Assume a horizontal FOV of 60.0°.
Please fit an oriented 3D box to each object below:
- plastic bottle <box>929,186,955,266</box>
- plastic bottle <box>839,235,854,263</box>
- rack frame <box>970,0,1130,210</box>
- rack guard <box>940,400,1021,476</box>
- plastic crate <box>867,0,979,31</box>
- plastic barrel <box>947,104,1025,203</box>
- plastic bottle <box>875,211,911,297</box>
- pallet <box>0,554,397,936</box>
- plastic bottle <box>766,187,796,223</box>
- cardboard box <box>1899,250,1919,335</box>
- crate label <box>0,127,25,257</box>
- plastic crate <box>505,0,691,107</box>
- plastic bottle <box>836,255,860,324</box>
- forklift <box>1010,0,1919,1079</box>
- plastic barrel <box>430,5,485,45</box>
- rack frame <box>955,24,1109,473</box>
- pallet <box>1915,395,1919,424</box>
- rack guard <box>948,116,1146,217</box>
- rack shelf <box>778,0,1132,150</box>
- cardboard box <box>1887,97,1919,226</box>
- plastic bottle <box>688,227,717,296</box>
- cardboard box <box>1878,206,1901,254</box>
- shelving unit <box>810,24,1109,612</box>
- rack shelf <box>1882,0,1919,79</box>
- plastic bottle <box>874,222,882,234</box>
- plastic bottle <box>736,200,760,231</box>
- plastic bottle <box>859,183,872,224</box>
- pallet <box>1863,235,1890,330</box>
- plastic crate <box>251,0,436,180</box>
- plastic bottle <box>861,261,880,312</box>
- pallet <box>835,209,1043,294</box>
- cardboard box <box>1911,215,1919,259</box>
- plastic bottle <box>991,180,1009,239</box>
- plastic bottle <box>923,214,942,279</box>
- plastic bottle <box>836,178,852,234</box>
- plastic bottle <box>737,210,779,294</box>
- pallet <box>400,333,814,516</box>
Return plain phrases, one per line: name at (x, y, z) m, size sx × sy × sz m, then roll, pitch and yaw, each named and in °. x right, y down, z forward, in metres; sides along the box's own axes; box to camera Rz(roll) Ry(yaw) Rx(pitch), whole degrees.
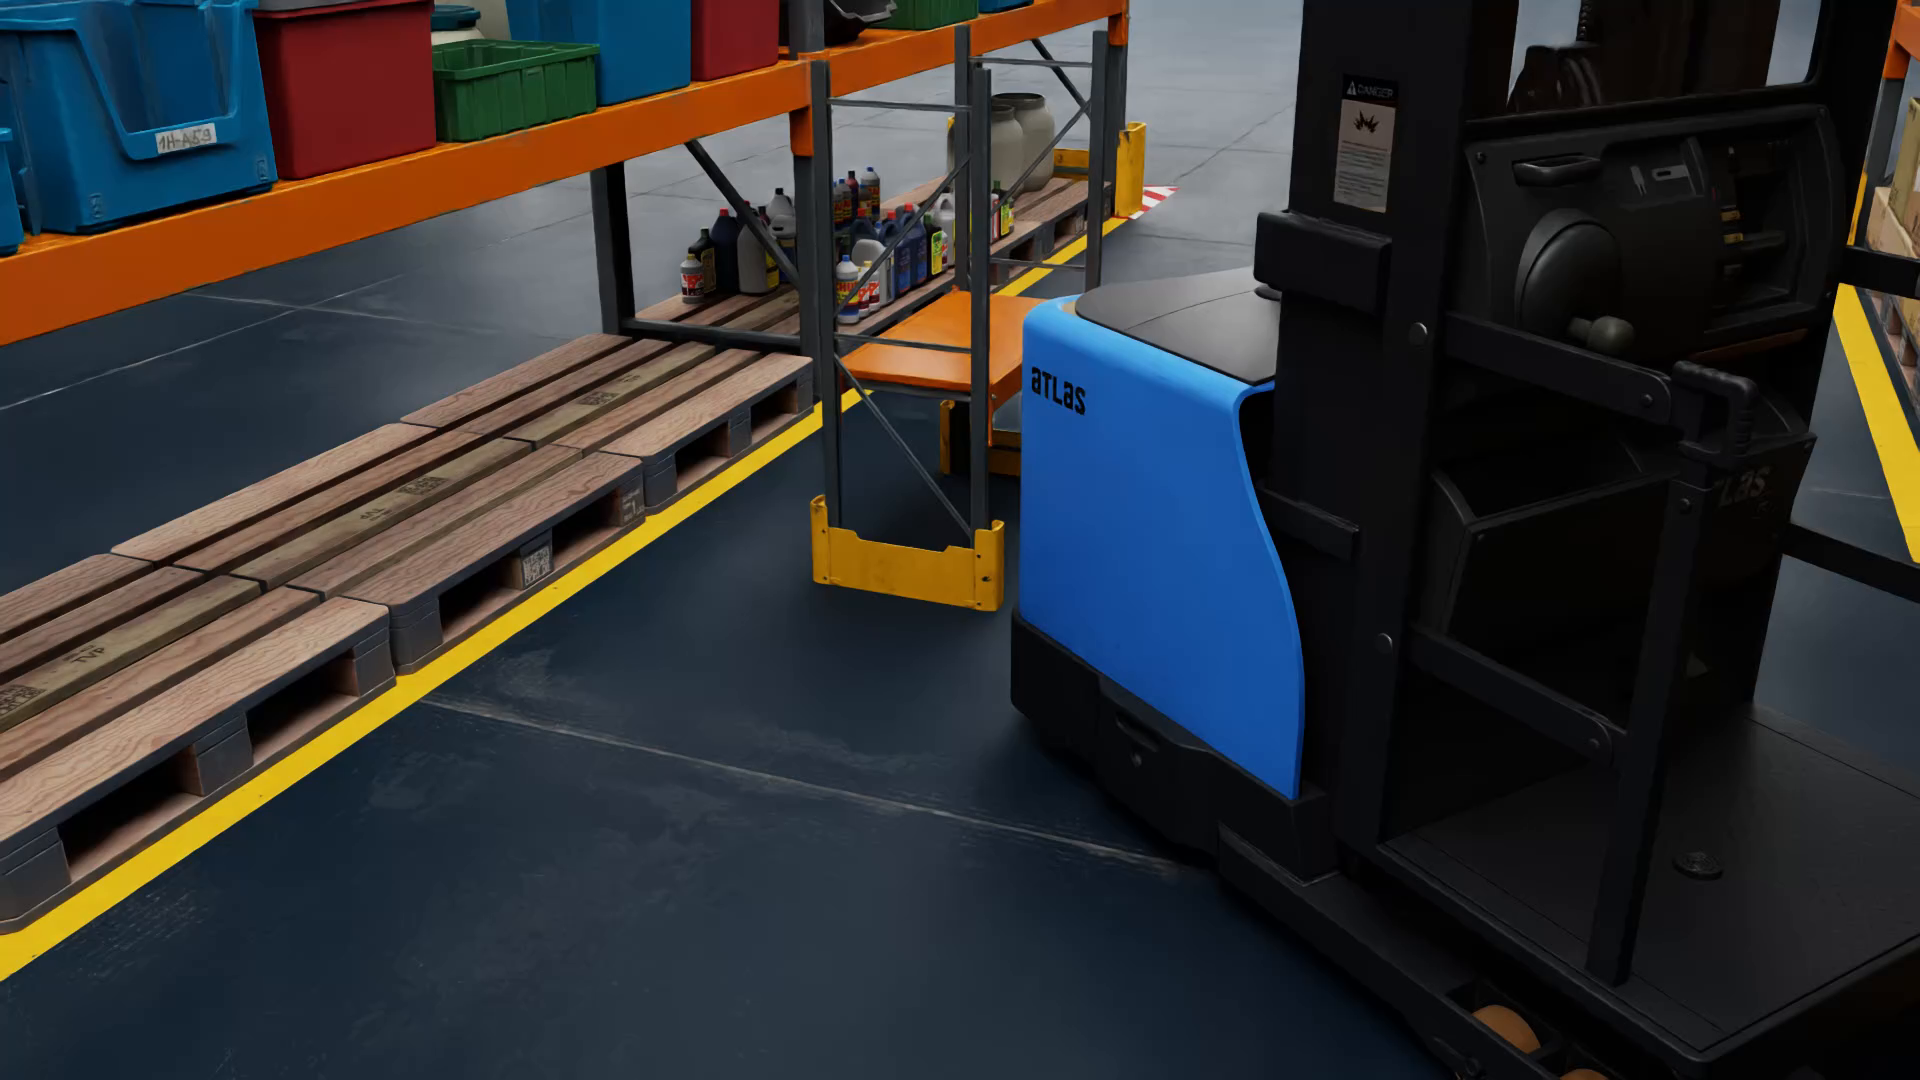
plastic bottle at (-0.074, -1.461, 7.722) m, size 0.144 × 0.351 × 0.185 m, roll 9°, pitch 24°, yaw 20°
plastic bottle at (-0.466, -1.167, 7.105) m, size 0.061 × 0.283 × 0.133 m, roll 9°, pitch 24°, yaw 20°
rack frame at (0.499, -3.463, 9.648) m, size 1.000 × 3.000 × 0.127 m, roll 9°, pitch 24°, yaw 20°
rack guard at (0.213, -0.321, 5.694) m, size 0.587 × 0.250 × 0.087 m, roll 9°, pitch 24°, yaw 20°
plastic crate at (-0.221, -2.379, 7.328) m, size 0.450 × 0.188 × 0.662 m, roll 9°, pitch 24°, yaw 20°
plastic barrel at (0.139, -2.083, 9.027) m, size 0.421 × 0.512 × 0.421 m, roll 0°, pitch 23°, yaw 0°
plastic bottle at (-0.302, -1.241, 7.196) m, size 0.144 × 0.351 × 0.185 m, roll 9°, pitch 24°, yaw 21°
pallet at (-2.149, 0.415, 3.982) m, size 1.003 × 0.211 × 1.213 m, roll 9°, pitch 24°, yaw 20°
plastic bottle at (-0.824, -1.468, 7.739) m, size 0.144 × 0.351 × 0.185 m, roll 9°, pitch 24°, yaw 20°
cardboard box at (4.132, -0.981, 6.729) m, size 0.500 × 0.250 × 0.500 m, roll 9°, pitch 24°, yaw 20°
crate label at (-1.968, -0.620, 3.059) m, size 0.303 × 0.233 × 0.416 m, roll 9°, pitch 24°, yaw 20°
plastic crate at (-1.108, -1.585, 5.173) m, size 0.392 × 0.384 × 0.575 m, roll 9°, pitch 24°, yaw 20°
plastic bottle at (-0.462, -1.027, 6.785) m, size 0.097 × 0.271 × 0.097 m, roll 0°, pitch 23°, yaw 0°
forklift at (1.316, -0.510, 2.669) m, size 1.130 × 2.935 × 3.031 m, roll -13°, pitch 26°, yaw -28°
plastic barrel at (-1.621, -1.516, 5.167) m, size 0.301 × 0.262 × 0.301 m, roll 0°, pitch 23°, yaw 0°
rack frame at (0.221, -0.904, 5.470) m, size 0.500 × 1.500 × 0.032 m, roll 9°, pitch 24°, yaw 20°
pallet at (3.945, -0.313, 5.725) m, size 1.003 × 0.211 × 1.213 m, roll 9°, pitch 24°, yaw 20°
rack guard at (0.514, -2.275, 10.049) m, size 1.175 × 0.500 × 0.348 m, roll 9°, pitch 24°, yaw 20°
rack shelf at (-0.244, -2.415, 8.073) m, size 1.077 × 0.370 × 4.000 m, roll 9°, pitch 24°, yaw 20°
cardboard box at (4.507, -1.684, 7.440) m, size 0.500 × 0.500 × 0.500 m, roll 9°, pitch 24°, yaw 20°
plastic bottle at (-1.115, -1.200, 7.185) m, size 0.061 × 0.283 × 0.133 m, roll 10°, pitch 25°, yaw 23°
cardboard box at (4.508, -1.338, 7.583) m, size 0.500 × 0.250 × 0.500 m, roll 9°, pitch 24°, yaw 20°
shelving unit at (0.028, -0.719, 5.026) m, size 0.587 × 1.500 × 1.083 m, roll 9°, pitch 24°, yaw 20°
rack shelf at (4.353, -1.705, 6.372) m, size 1.077 × 0.370 × 4.000 m, roll 9°, pitch 24°, yaw 20°
plastic bottle at (-0.360, -1.274, 7.377) m, size 0.097 × 0.271 × 0.097 m, roll 0°, pitch 23°, yaw 0°
plastic bottle at (-0.944, -1.352, 7.462) m, size 0.144 × 0.351 × 0.185 m, roll 8°, pitch 24°, yaw 17°
plastic bottle at (-0.503, -1.733, 8.568) m, size 0.097 × 0.201 × 0.097 m, roll 0°, pitch 23°, yaw 0°
pallet at (4.851, -1.186, 7.815) m, size 1.003 × 0.211 × 1.213 m, roll 9°, pitch 24°, yaw 20°
plastic crate at (-1.589, -1.164, 4.062) m, size 0.402 × 0.464 × 0.583 m, roll 9°, pitch 24°, yaw 20°
plastic bottle at (-0.386, -1.067, 6.973) m, size 0.097 × 0.201 × 0.097 m, roll 0°, pitch 23°, yaw 0°
pallet at (-0.247, -1.417, 8.369) m, size 1.003 × 0.211 × 1.213 m, roll 9°, pitch 24°, yaw 20°
cardboard box at (4.131, -1.327, 6.584) m, size 0.500 × 0.500 × 0.500 m, roll 9°, pitch 24°, yaw 20°
plastic bottle at (0.197, -1.648, 8.257) m, size 0.061 × 0.283 × 0.133 m, roll 9°, pitch 24°, yaw 21°
plastic bottle at (-0.132, -1.331, 7.498) m, size 0.061 × 0.283 × 0.133 m, roll 10°, pitch 25°, yaw 22°
plastic bottle at (-0.591, -1.680, 8.349) m, size 0.097 × 0.271 × 0.097 m, roll 0°, pitch 23°, yaw 0°
plastic bottle at (-0.882, -1.263, 7.248) m, size 0.144 × 0.351 × 0.185 m, roll 9°, pitch 24°, yaw 20°
pallet at (-1.243, -0.458, 6.073) m, size 1.003 × 0.211 × 1.213 m, roll 9°, pitch 24°, yaw 20°
